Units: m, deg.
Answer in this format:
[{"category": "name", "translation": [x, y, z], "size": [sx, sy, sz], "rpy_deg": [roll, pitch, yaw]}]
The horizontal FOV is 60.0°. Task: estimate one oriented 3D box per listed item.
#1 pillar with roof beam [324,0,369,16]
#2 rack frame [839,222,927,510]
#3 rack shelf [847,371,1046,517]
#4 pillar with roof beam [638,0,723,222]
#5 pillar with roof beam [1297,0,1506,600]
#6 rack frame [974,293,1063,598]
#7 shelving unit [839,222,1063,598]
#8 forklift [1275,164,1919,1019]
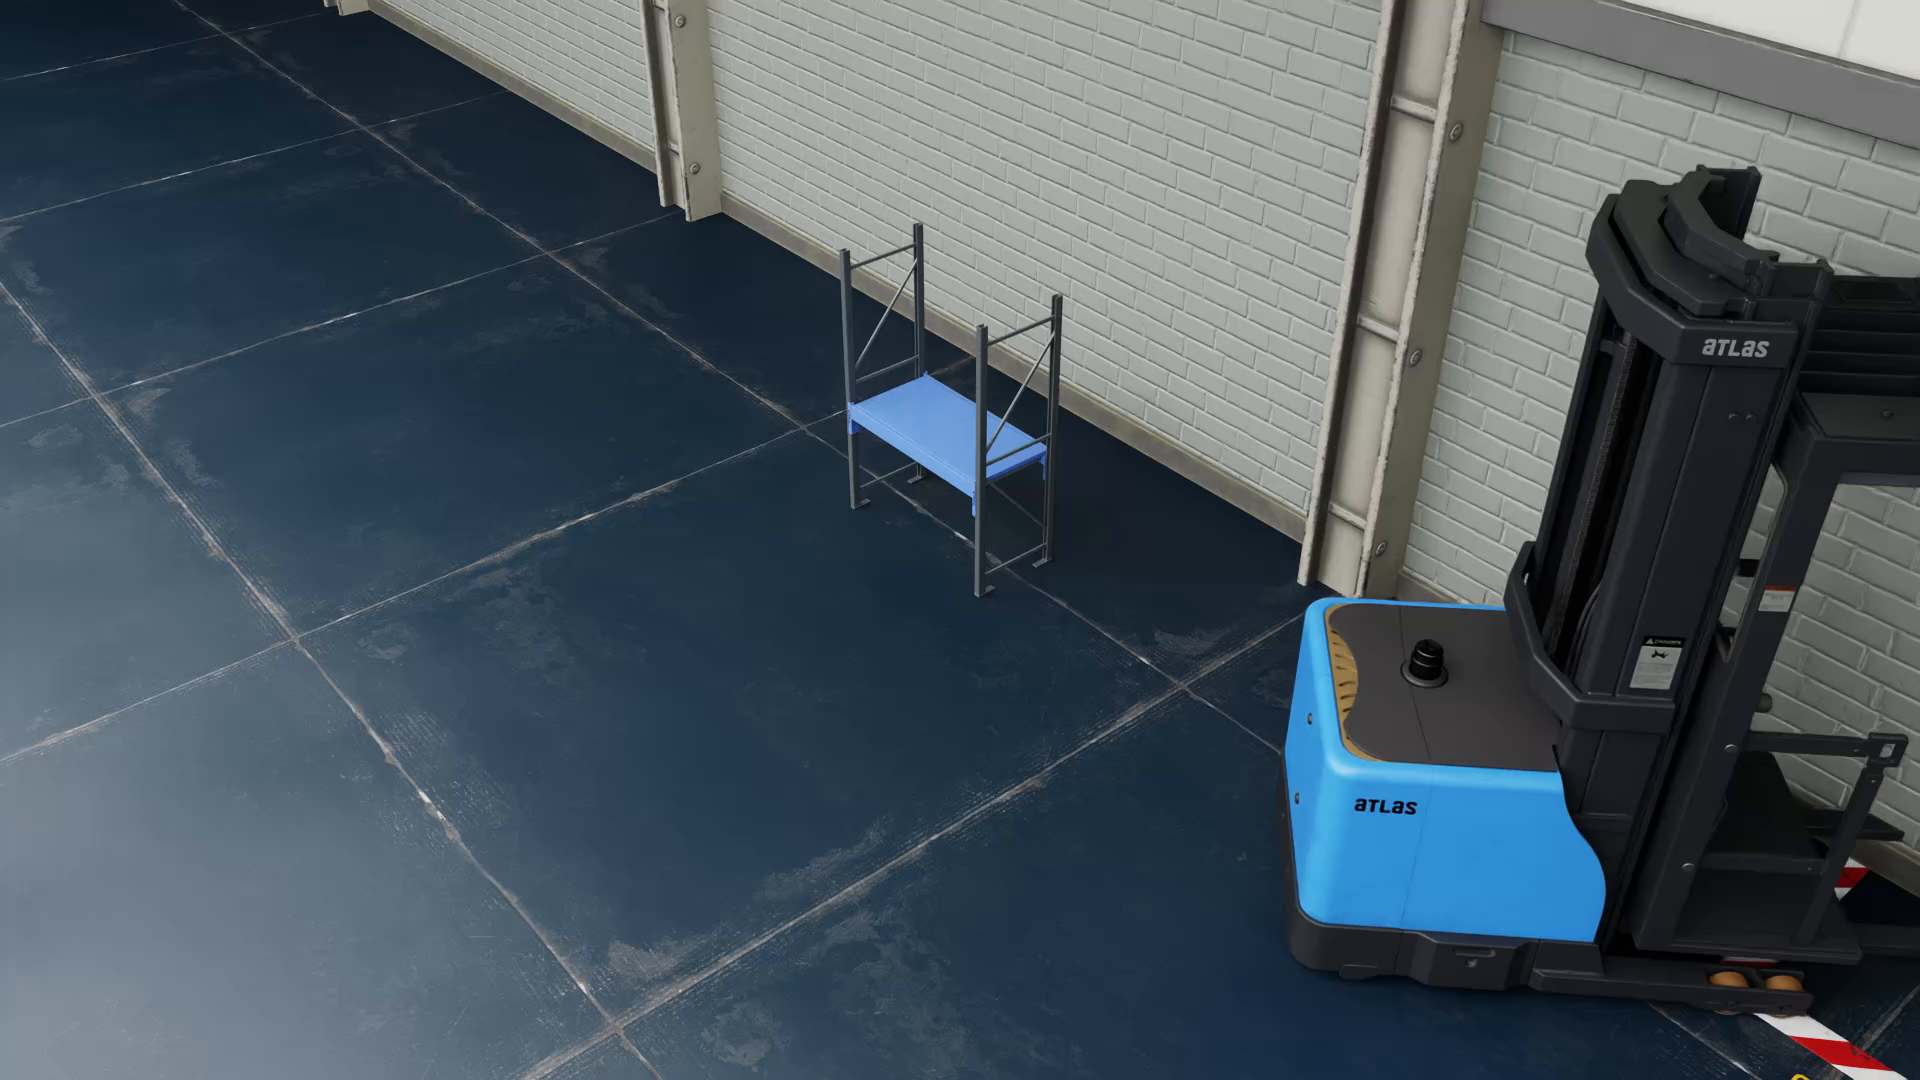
[{"category": "pillar with roof beam", "translation": [-9.096, -7.127, 10.928], "size": [9.100, 9.000, 0.400], "rpy_deg": [-26, 43, -32]}, {"category": "rack frame", "translation": [-0.383, -0.874, 8.588], "size": [0.500, 1.500, 0.032], "rpy_deg": [-26, 43, -32]}, {"category": "rack shelf", "translation": [-0.055, -0.503, 8.375], "size": [0.538, 0.185, 1.000], "rpy_deg": [-26, 43, -32]}, {"category": "pillar with roof beam", "translation": [-5.224, -4.478, 7.188], "size": [9.100, 9.000, 0.400], "rpy_deg": [-26, 43, -32]}, {"category": "pillar with roof beam", "translation": [-1.352, -1.829, 3.448], "size": [9.100, 9.000, 0.400], "rpy_deg": [-26, 43, -32]}, {"category": "rack frame", "translation": [0.273, -0.425, 7.954], "size": [0.500, 1.500, 0.032], "rpy_deg": [-26, 43, -32]}, {"category": "shelving unit", "translation": [-0.055, -0.650, 8.271], "size": [0.538, 1.500, 1.048], "rpy_deg": [-26, 43, -32]}, {"category": "forklift", "translation": [2.801, 0.251, 5.761], "size": [3.031, 2.935, 1.130], "rpy_deg": [3, 35, 4]}]
